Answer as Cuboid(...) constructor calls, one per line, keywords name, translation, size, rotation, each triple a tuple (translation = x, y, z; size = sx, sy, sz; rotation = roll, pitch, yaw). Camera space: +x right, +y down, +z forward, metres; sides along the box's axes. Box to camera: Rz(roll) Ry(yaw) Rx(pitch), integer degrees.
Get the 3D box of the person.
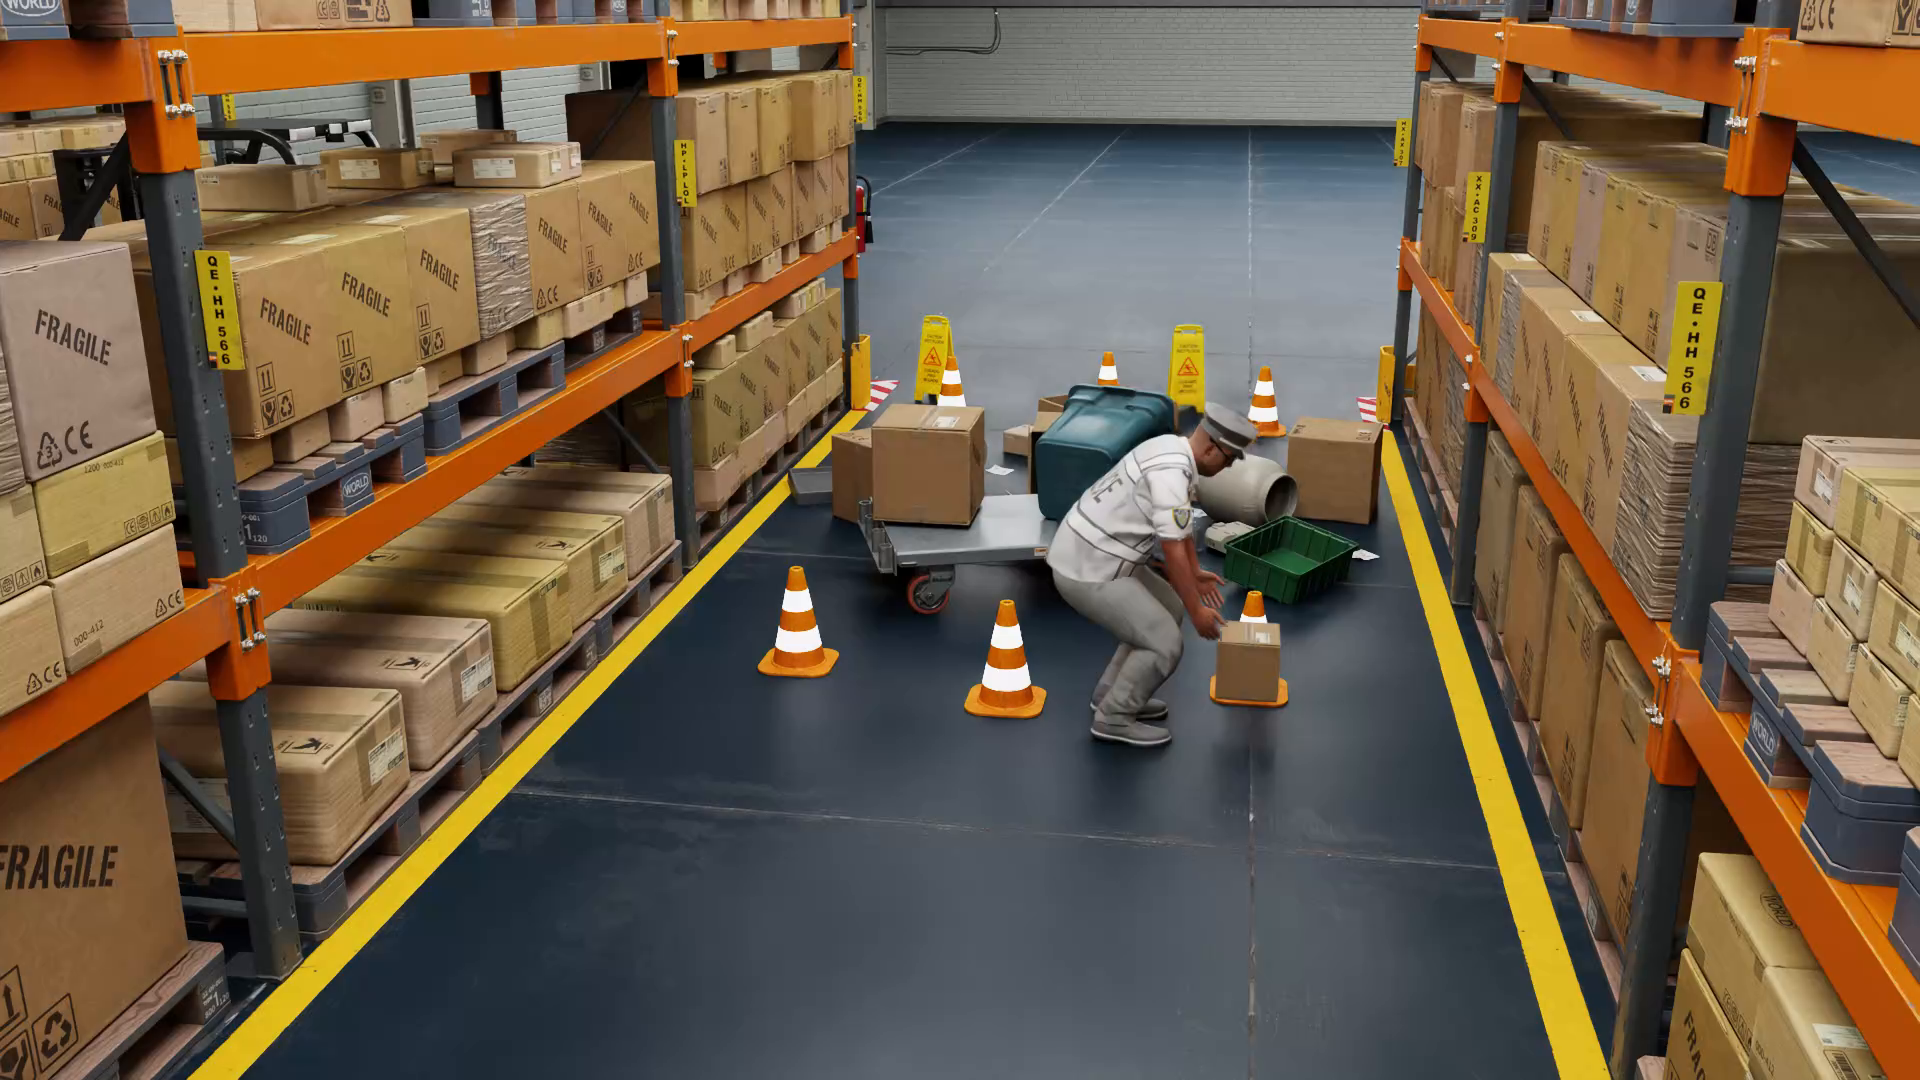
Cuboid(name="person", translation=(0.794, 0.186, 6.808), size=(0.883, 1.241, 0.581), rotation=(3, 18, 9))
